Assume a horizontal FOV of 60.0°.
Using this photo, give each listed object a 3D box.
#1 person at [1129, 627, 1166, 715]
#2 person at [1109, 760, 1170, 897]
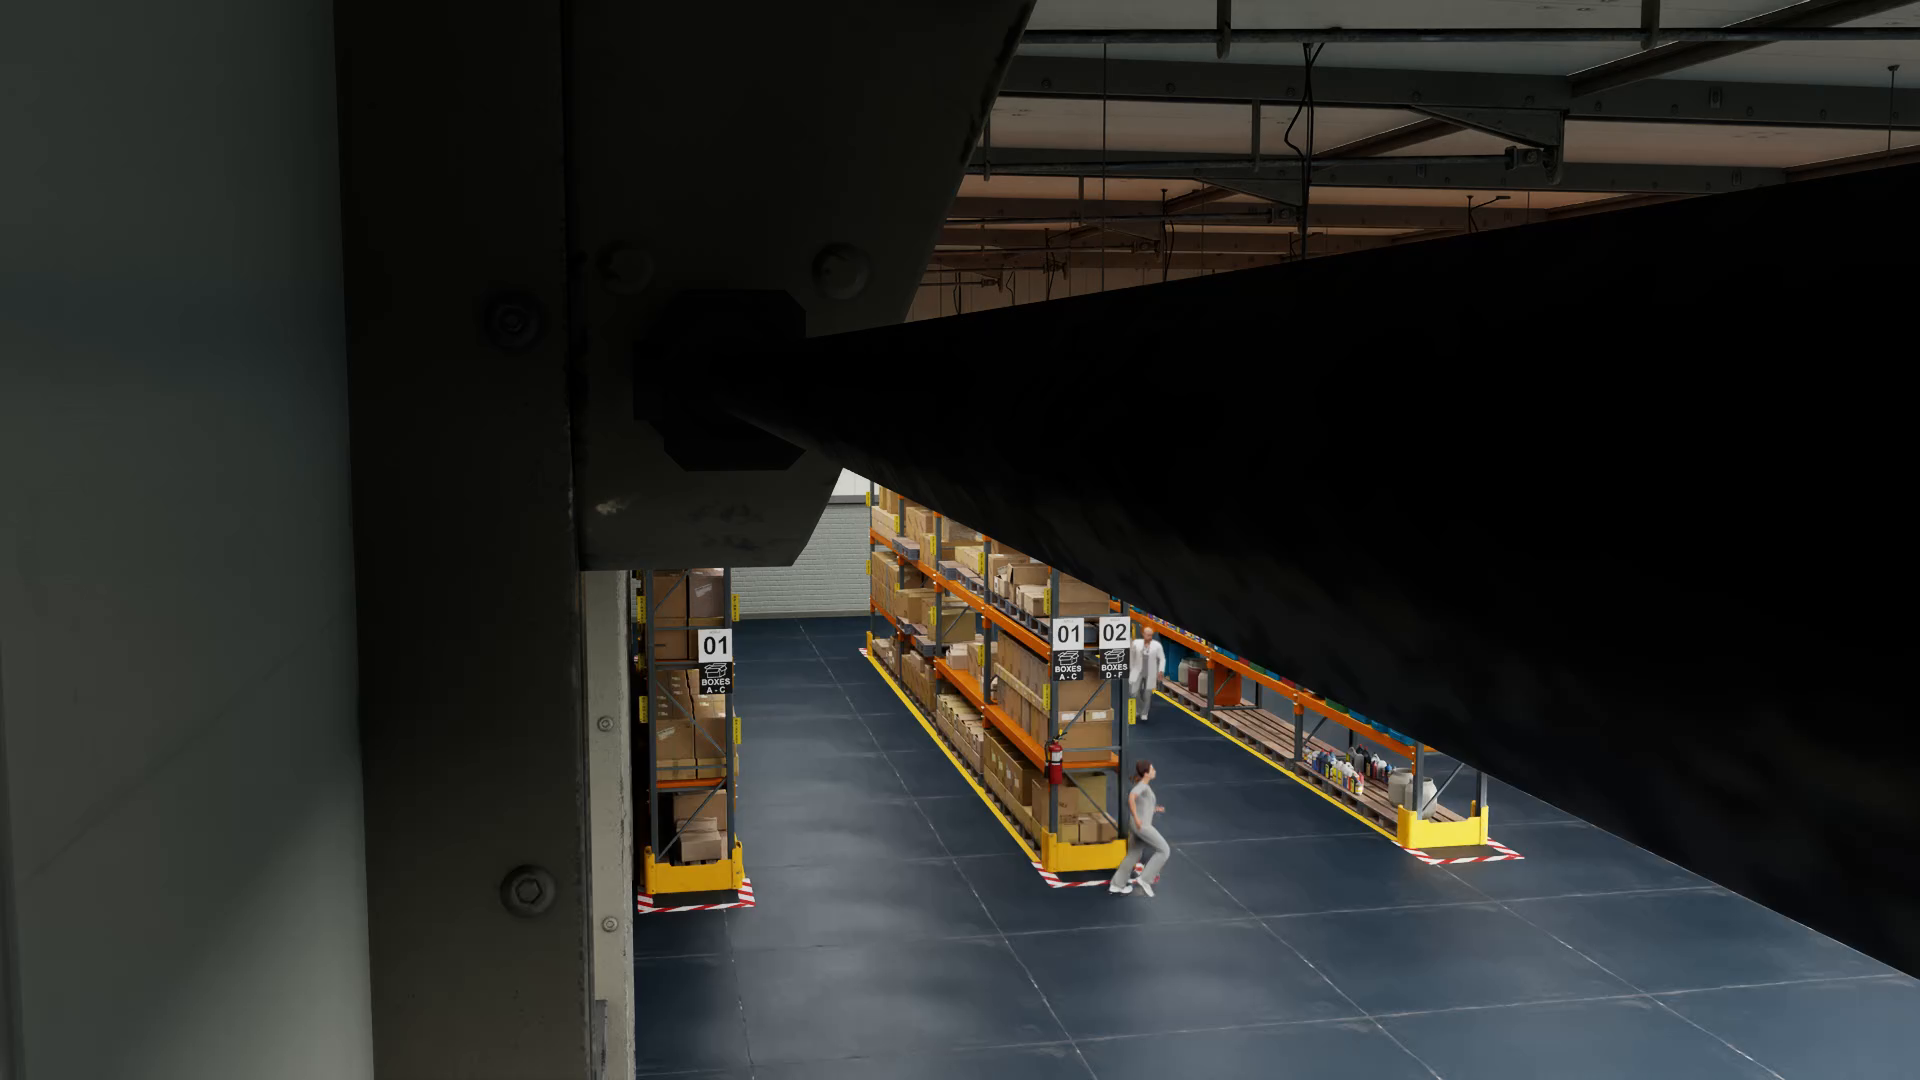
[{"bbox_3d":[6.863,4.208,12.105,12.737,1.749,34.380,1,6,8],"label":"person"},{"bbox_3d":[2.135,3.435,19.822,0.712,1.643,0.648,0,6,-1],"label":"person"}]
